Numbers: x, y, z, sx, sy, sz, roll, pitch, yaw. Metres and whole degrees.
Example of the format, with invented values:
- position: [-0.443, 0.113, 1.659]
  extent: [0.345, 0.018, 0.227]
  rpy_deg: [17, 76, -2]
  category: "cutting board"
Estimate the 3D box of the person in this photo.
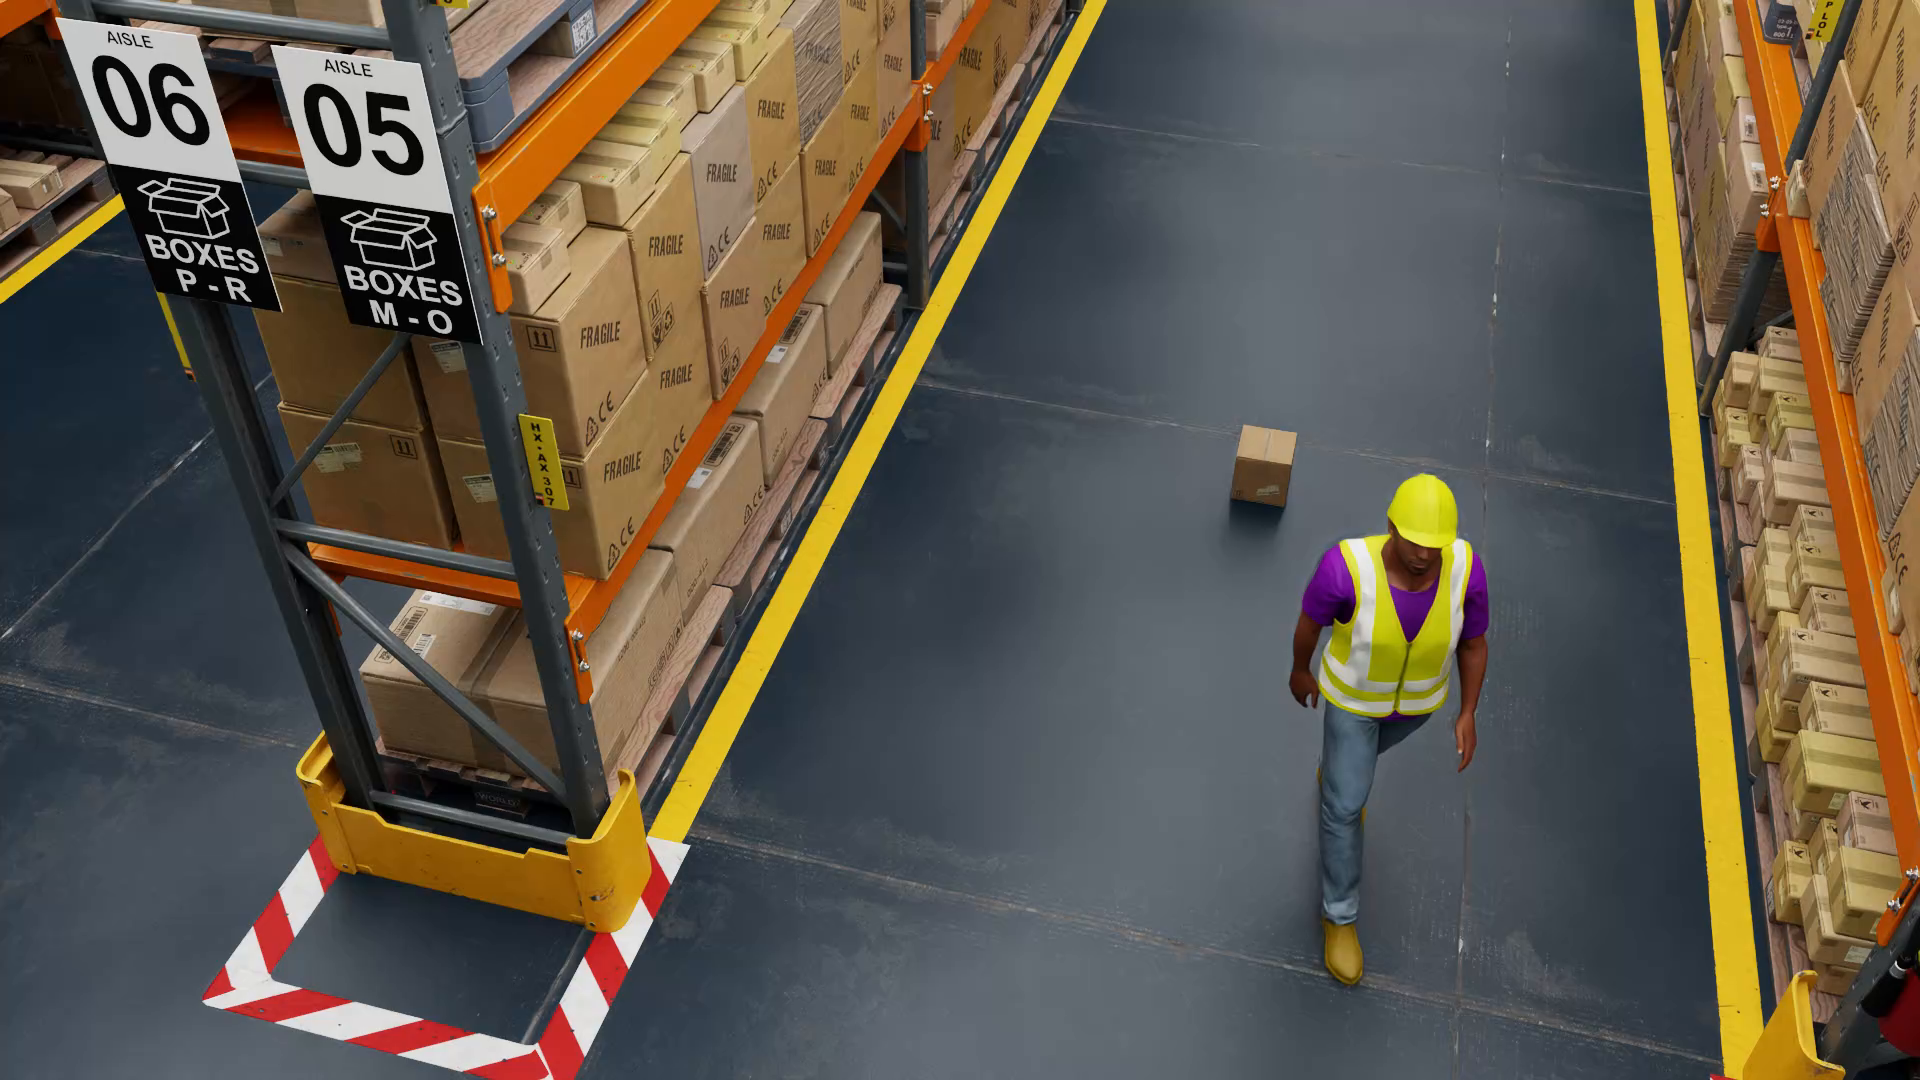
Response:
- position: [1.419, 0.548, 5.478]
  extent: [0.583, 1.722, 0.980]
  rpy_deg: [-3, 41, -4]
  category: "person"
